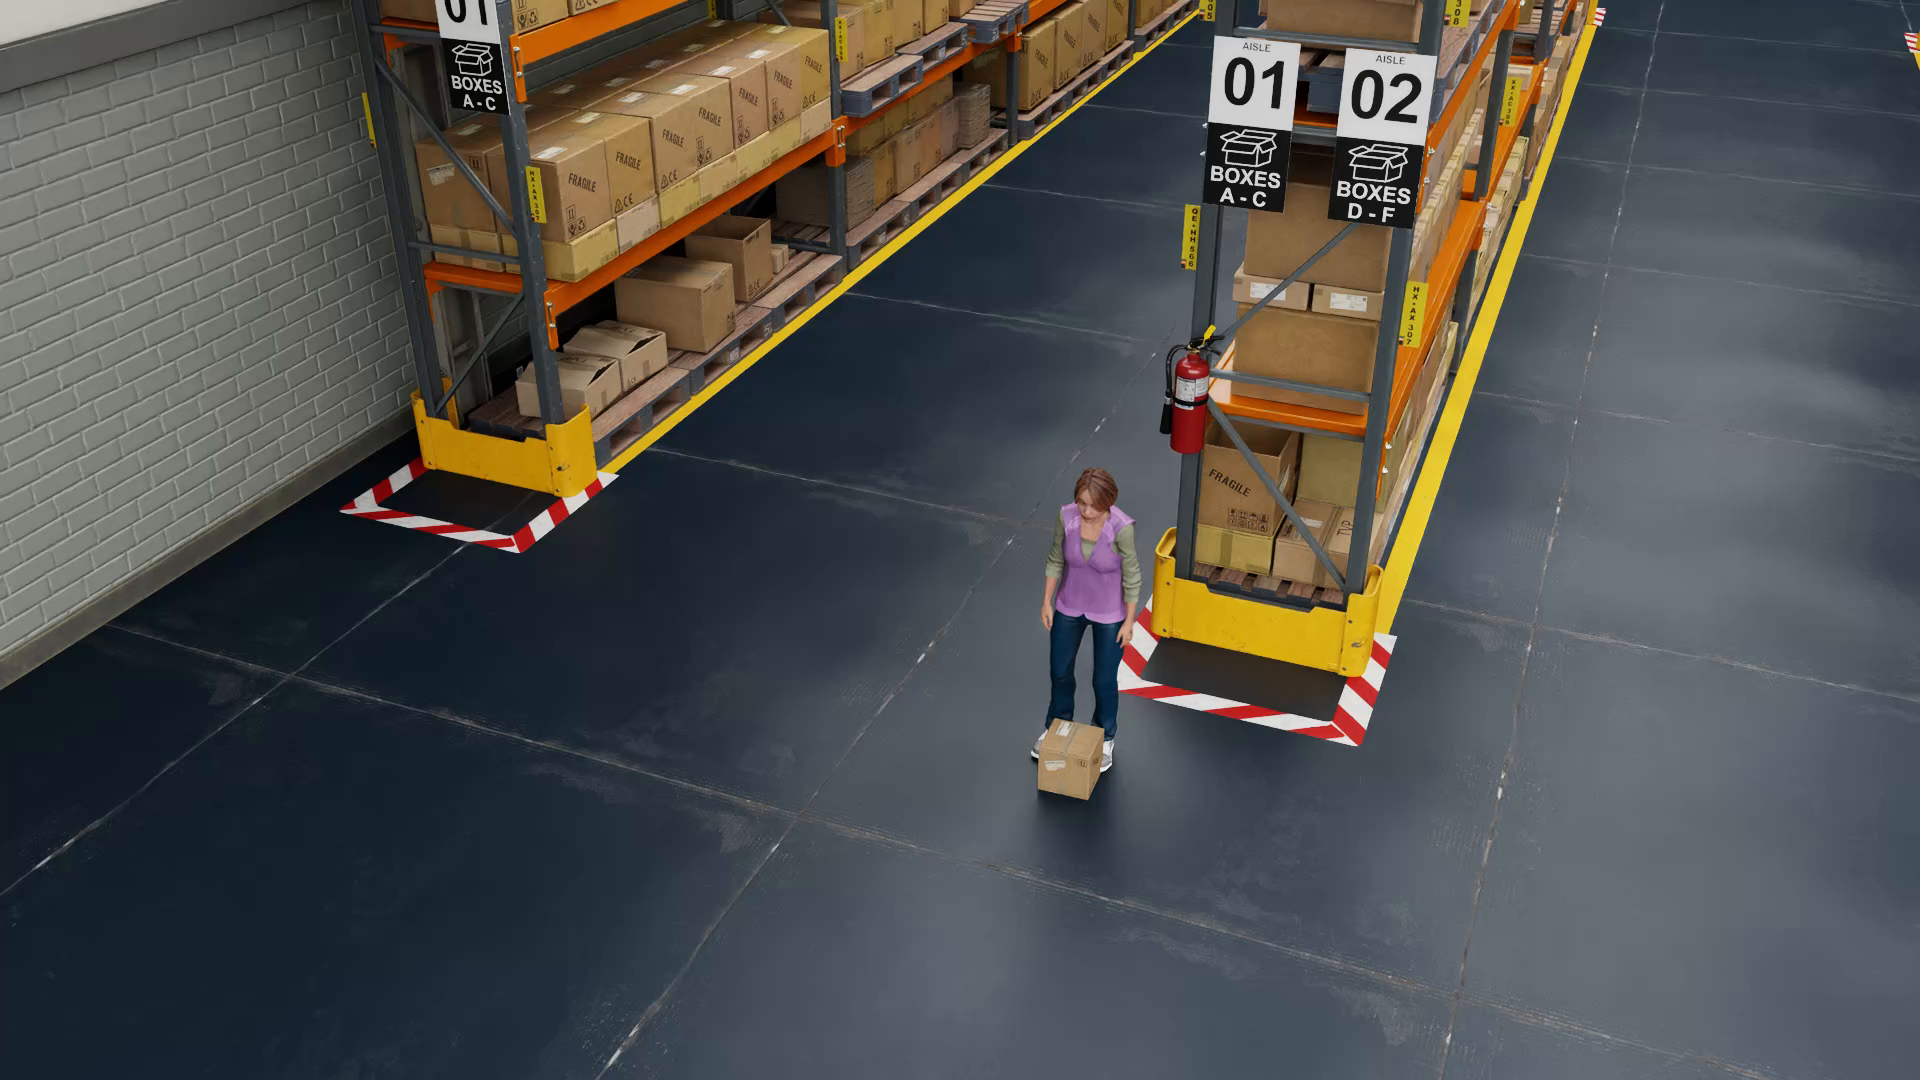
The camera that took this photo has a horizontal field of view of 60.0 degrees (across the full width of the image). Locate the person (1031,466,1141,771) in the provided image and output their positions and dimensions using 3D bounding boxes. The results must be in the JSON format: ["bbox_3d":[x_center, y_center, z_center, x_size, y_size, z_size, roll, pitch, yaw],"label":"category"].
[{"bbox_3d":[0.609,0.350,7.791,0.460,1.593,0.343,12,32,19],"label":"person"}]
